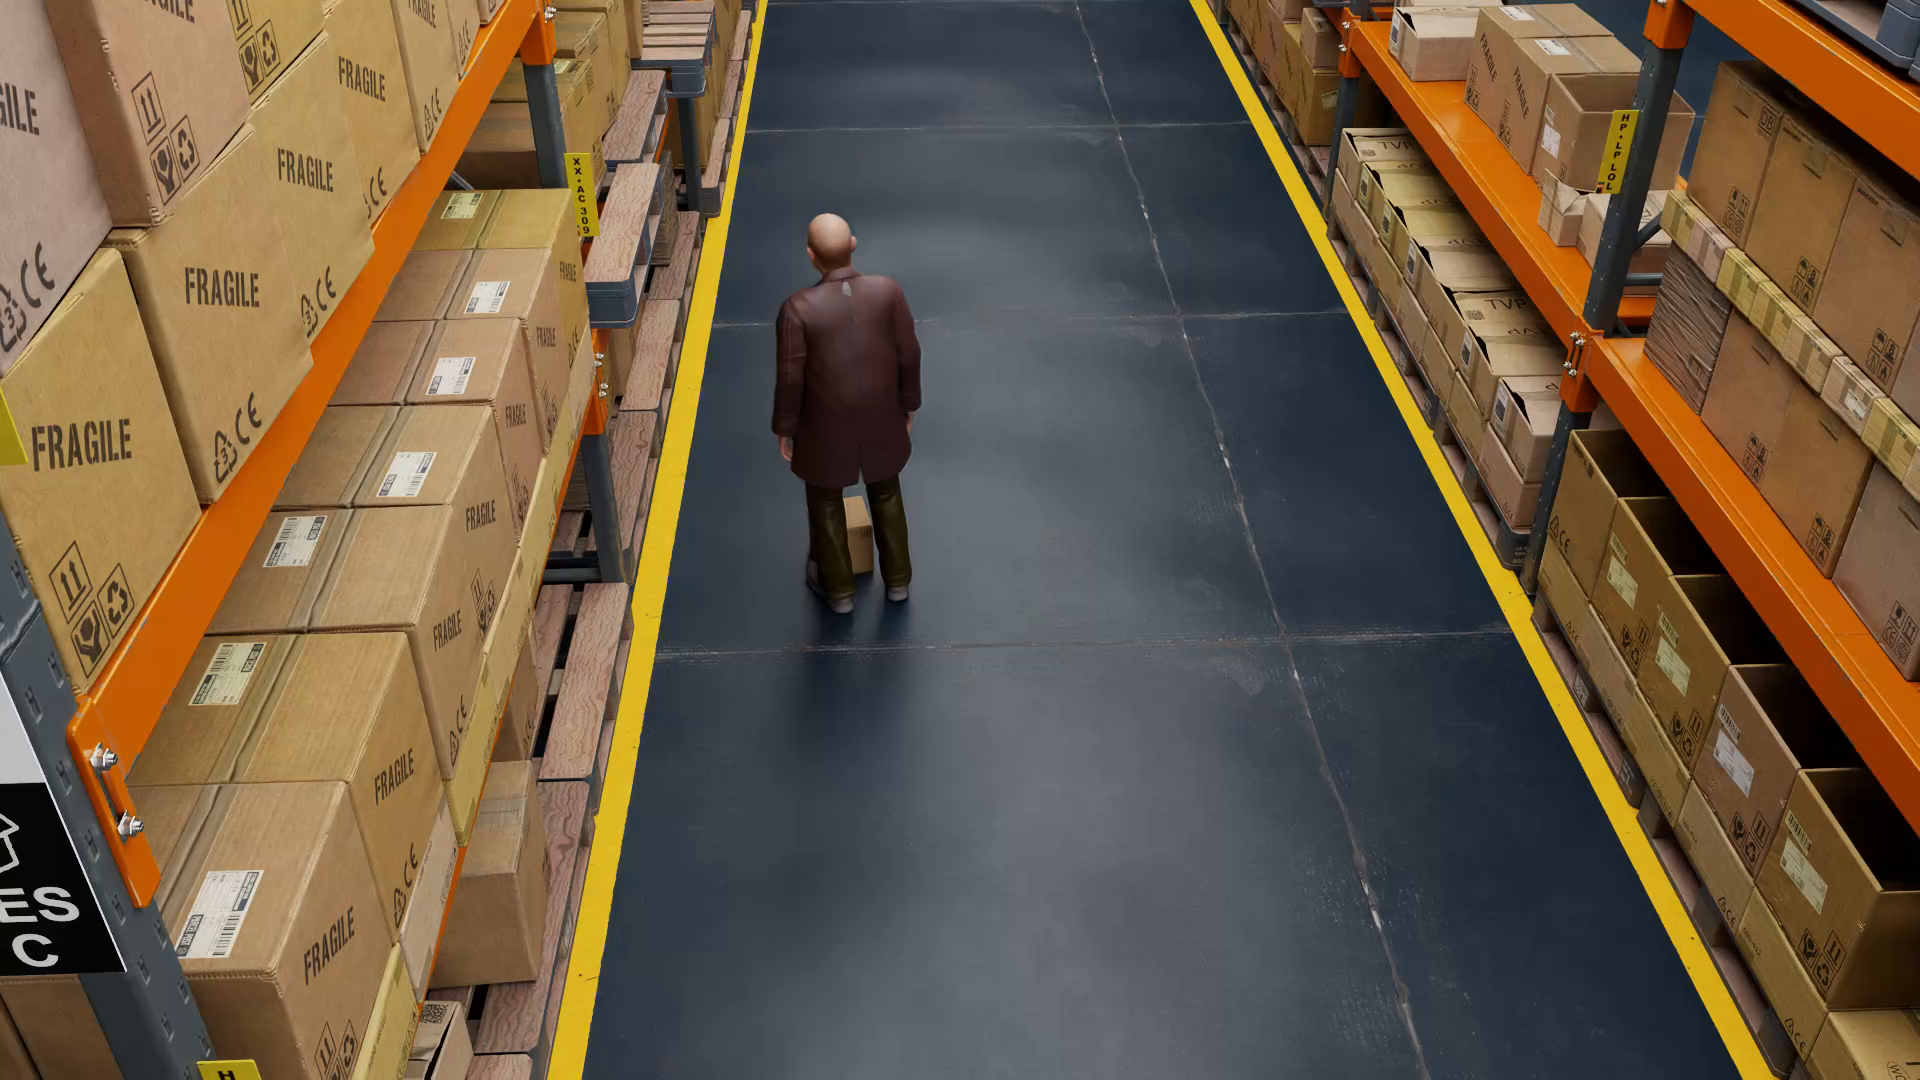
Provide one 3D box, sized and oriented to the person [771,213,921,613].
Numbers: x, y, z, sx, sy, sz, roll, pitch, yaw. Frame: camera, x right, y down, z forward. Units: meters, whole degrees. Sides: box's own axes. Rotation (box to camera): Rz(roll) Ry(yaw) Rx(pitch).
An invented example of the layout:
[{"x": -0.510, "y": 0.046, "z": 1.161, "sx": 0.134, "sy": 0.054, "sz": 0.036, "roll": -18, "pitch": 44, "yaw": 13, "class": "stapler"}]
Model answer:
[{"x": -0.468, "y": -0.502, "z": 6.882, "sx": 0.646, "sy": 1.772, "sz": 0.429, "roll": -12, "pitch": 37, "yaw": -17, "class": "person"}]
